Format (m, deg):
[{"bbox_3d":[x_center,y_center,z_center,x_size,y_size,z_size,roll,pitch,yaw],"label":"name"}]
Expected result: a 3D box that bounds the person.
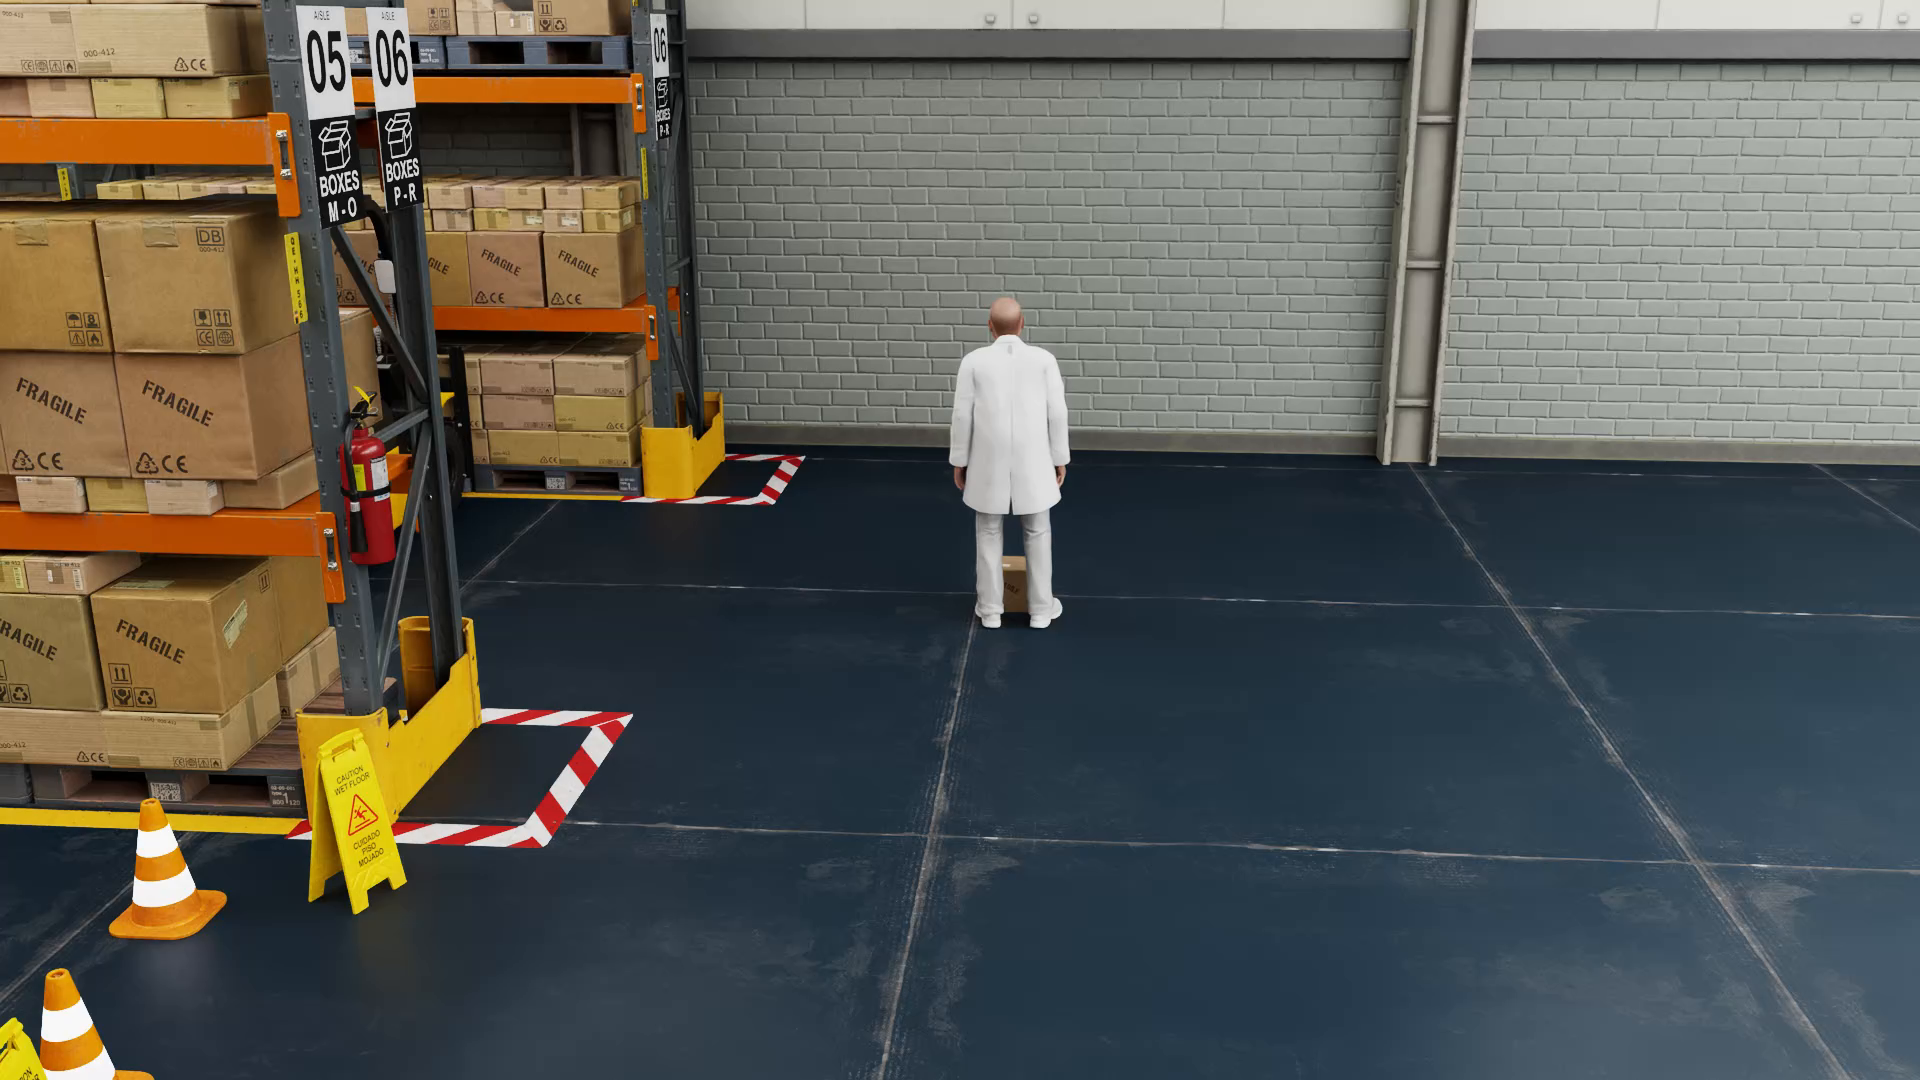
[{"bbox_3d":[0.264,-0.406,8.884,0.646,1.772,0.429,0,17,1],"label":"person"}]
